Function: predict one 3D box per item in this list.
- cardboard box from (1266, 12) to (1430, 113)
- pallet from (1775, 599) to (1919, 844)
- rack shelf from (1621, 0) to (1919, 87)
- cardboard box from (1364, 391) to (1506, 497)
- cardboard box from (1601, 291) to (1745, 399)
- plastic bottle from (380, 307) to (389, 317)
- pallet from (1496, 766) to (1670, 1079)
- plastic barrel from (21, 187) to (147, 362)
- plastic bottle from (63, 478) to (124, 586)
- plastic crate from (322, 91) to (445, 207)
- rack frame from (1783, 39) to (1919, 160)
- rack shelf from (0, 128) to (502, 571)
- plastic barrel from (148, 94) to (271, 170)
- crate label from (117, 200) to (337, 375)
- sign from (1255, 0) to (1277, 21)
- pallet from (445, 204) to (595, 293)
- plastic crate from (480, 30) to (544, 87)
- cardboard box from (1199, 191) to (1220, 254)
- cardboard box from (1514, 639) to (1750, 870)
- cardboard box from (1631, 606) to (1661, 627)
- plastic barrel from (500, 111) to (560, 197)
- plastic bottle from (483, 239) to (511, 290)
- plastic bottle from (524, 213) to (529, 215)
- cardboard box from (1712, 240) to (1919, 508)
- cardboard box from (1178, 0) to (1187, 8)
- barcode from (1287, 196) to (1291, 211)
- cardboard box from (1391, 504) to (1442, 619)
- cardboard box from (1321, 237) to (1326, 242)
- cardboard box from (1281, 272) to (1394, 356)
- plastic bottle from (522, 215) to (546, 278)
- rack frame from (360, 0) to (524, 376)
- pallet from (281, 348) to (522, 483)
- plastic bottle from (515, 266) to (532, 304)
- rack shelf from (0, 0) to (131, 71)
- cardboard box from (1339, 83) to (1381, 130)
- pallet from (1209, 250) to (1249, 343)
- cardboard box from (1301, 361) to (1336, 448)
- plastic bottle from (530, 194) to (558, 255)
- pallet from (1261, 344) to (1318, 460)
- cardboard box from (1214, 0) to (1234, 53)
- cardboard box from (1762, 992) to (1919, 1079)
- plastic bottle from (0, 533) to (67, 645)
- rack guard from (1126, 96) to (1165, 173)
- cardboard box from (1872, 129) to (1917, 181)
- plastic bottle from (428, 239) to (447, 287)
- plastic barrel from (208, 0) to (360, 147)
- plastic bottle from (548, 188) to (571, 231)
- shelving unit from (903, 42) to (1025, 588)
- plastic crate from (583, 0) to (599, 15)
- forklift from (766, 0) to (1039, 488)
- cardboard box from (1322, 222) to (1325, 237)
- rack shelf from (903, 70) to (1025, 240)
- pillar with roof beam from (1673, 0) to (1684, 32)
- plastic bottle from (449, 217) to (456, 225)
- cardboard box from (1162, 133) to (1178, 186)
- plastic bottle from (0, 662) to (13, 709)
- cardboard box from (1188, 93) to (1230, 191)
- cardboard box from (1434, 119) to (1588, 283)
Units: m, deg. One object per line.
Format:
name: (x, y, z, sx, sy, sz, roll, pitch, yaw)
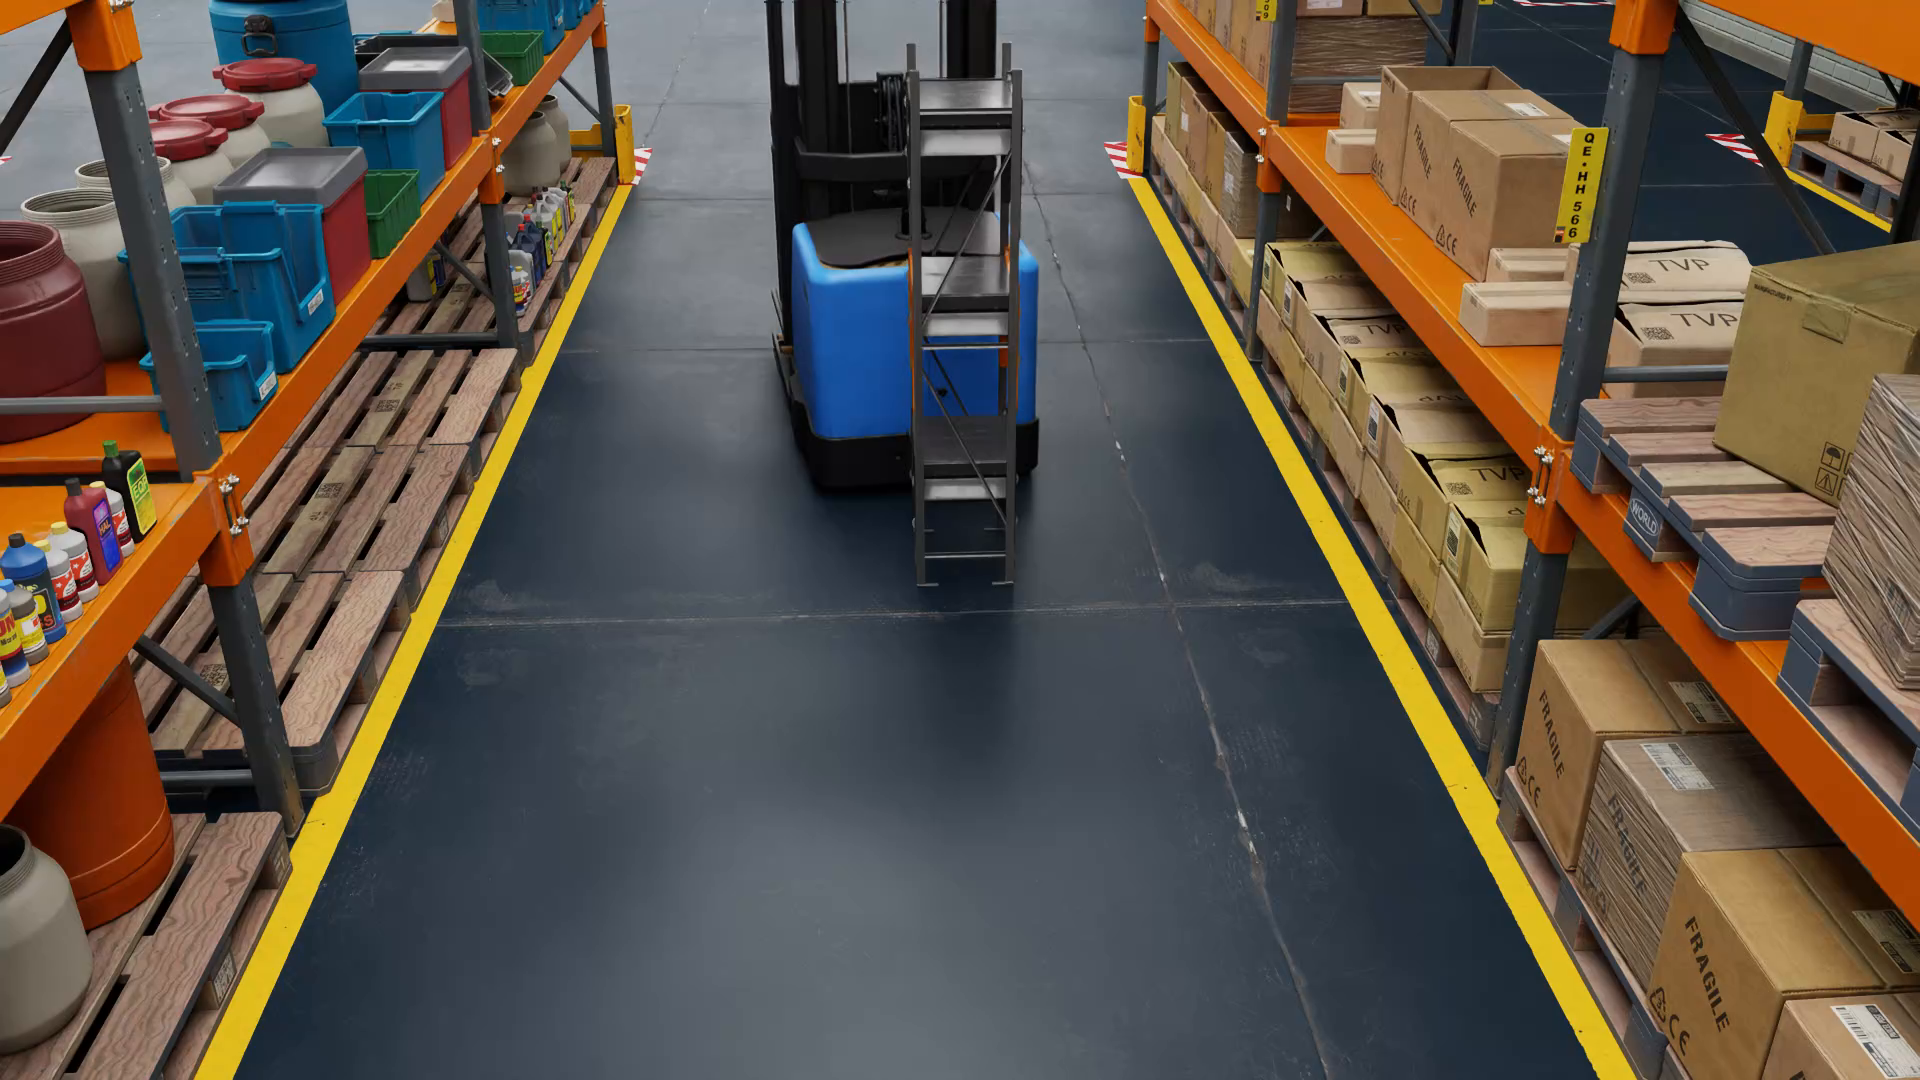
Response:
cardboard box: (2.052, -2.587, 8.859, 0.700, 0.500, 0.500, -2, 28, -4)
pallet: (2.397, 0.492, 3.270, 1.003, 0.211, 1.213, -1, 28, -3)
rack shelf: (2.395, -0.578, 2.649, 1.077, 0.370, 4.000, -1, 28, -3)
cardboard box: (1.960, -0.416, 6.716, 0.500, 0.311, 0.500, -2, 28, -3)
cardboard box: (2.315, -0.620, 5.292, 0.500, 0.311, 0.500, 0, 28, 1)
plastic bottle: (-3.195, -1.335, 9.115, 0.097, 0.201, 0.097, 0, 28, 0)
pallet: (2.292, 1.091, 4.929, 1.003, 0.211, 1.213, -1, 28, -3)
plastic barrel: (-2.923, -0.892, 5.597, 0.421, 0.512, 0.421, 0, 28, 0)
plastic bottle: (-2.197, -0.038, 4.206, 0.061, 0.283, 0.133, -1, 28, -3)
plastic crate: (-2.497, -1.711, 7.305, 0.392, 0.384, 0.575, -1, 28, -3)
rack frame: (6.820, -4.307, 12.264, 1.000, 3.000, 0.127, -1, 28, -3)
rack shelf: (-2.761, -0.978, 6.659, 1.077, 0.370, 4.000, -1, 28, -3)
plastic barrel: (-2.996, -1.495, 6.725, 0.433, 0.535, 0.433, 0, 28, 0)
crate label: (-2.438, -0.854, 5.605, 0.502, 0.435, 0.616, -1, 28, -3)
sign: (1.528, -2.743, 8.244, 0.100, 0.325, 0.005, -1, 28, -3)
pallet: (-2.925, -1.860, 10.587, 1.003, 0.211, 1.213, -1, 28, -3)
plastic crate: (-2.654, -2.760, 9.527, 0.450, 0.188, 0.662, -1, 28, -3)
cardboard box: (1.782, -1.976, 10.314, 0.500, 0.250, 0.500, -1, 28, -3)
cardboard box: (2.029, 0.640, 5.007, 0.500, 0.500, 0.500, 0, 28, 0)
cardboard box: (2.557, 0.045, 5.834, 0.500, 0.311, 0.500, 0, 28, -1)
plastic barrel: (-2.937, -2.617, 11.260, 0.421, 0.512, 0.421, 0, 28, 0)
plastic bottle: (-2.637, -1.620, 9.501, 0.144, 0.351, 0.185, -1, 28, -3)
plastic bottle: (-2.653, -1.904, 10.206, 0.097, 0.201, 0.097, 0, 28, 0)
cardboard box: (2.436, -0.433, 4.275, 0.700, 0.500, 0.500, -11, 29, -20)
cardboard box: (1.885, -4.014, 11.594, 0.700, 0.500, 0.500, -1, 28, -3)
barcode: (1.679, -1.723, 8.498, 0.001, 0.075, 0.075, -1, 28, -3)
cardboard box: (1.989, 0.067, 6.397, 0.500, 0.250, 0.500, -2, 28, -3)
cardboard box: (2.339, -1.758, 9.896, 0.500, 0.250, 0.500, -1, 28, -3)
cardboard box: (1.876, -1.126, 8.077, 0.500, 0.311, 0.500, -2, 28, -3)
plastic bottle: (-2.503, -1.711, 9.675, 0.144, 0.351, 0.185, -3, 28, -5)
rack frame: (-2.865, -2.220, 8.263, 1.000, 3.000, 0.127, -1, 28, -3)
pallet: (-2.785, -0.622, 8.214, 1.003, 0.211, 1.213, -1, 28, -3)
plastic bottle: (-2.454, -1.426, 9.291, 0.097, 0.201, 0.097, 0, 28, 0)
rack shelf: (-2.552, -0.460, 2.423, 1.077, 0.370, 4.000, -1, 28, -3)
cardboard box: (2.151, -2.045, 8.090, 0.500, 0.250, 0.500, 0, 28, 1)
pallet: (2.082, -1.470, 9.840, 1.003, 0.211, 1.213, -1, 28, -3)
cardboard box: (1.911, -0.638, 7.748, 0.500, 0.250, 0.500, -2, 28, -4)
plastic bottle: (-2.525, -1.907, 10.052, 0.144, 0.351, 0.185, -2, 28, -3)
pallet: (2.159, -0.762, 8.483, 1.003, 0.211, 1.213, -1, 28, -3)
cardboard box: (1.968, -3.299, 10.223, 0.700, 0.500, 0.500, -1, 28, -1)
cardboard box: (2.116, 1.354, 3.638, 0.500, 0.500, 0.500, -2, 28, -4)
plastic bottle: (-2.199, 0.111, 3.933, 0.097, 0.271, 0.097, 0, 28, 0)
rack guard: (1.872, -3.088, 12.630, 1.175, 0.500, 0.348, -1, 28, -3)
cardboard box: (6.796, -2.725, 11.662, 0.500, 0.311, 0.500, 1, 28, 2)
plastic bottle: (-3.050, -1.602, 9.547, 0.152, 0.276, 0.135, -1, 28, -3)
plastic barrel: (-3.147, -2.257, 7.791, 0.600, 0.901, 0.708, -1, 28, -3)
plastic bottle: (-2.554, -2.100, 10.503, 0.152, 0.276, 0.135, -1, 28, -2)
shelving unit: (0.009, -0.855, 6.618, 0.431, 2.100, 0.503, -1, 28, -3)
plastic crate: (-2.749, -3.778, 11.410, 0.499, 0.251, 0.616, -1, 28, -3)
forklift: (-0.415, -2.198, 8.295, 1.130, 2.935, 3.031, -5, 28, -9)
cardboard box: (2.336, -2.090, 9.722, 0.500, 0.500, 0.500, -1, 28, -3)
rack shelf: (0.009, -1.463, 6.300, 0.431, 0.518, 0.480, -1, 28, -3)
pillar with roof beam: (3.108, -9.331, 15.410, 9.100, 9.000, 0.400, -1, 28, -3)
plastic bottle: (-3.285, -2.129, 10.639, 0.097, 0.201, 0.097, 0, 28, 0)
cardboard box: (1.709, -2.669, 11.642, 0.500, 0.250, 0.500, -1, 28, -3)
plastic bottle: (-2.184, 0.277, 3.691, 0.097, 0.201, 0.097, 0, 28, 0)
cardboard box: (1.754, -2.539, 10.583, 0.500, 0.500, 0.500, -1, 28, -3)
cardboard box: (2.187, -1.310, 6.409, 0.500, 0.500, 0.500, -3, 28, -5)
